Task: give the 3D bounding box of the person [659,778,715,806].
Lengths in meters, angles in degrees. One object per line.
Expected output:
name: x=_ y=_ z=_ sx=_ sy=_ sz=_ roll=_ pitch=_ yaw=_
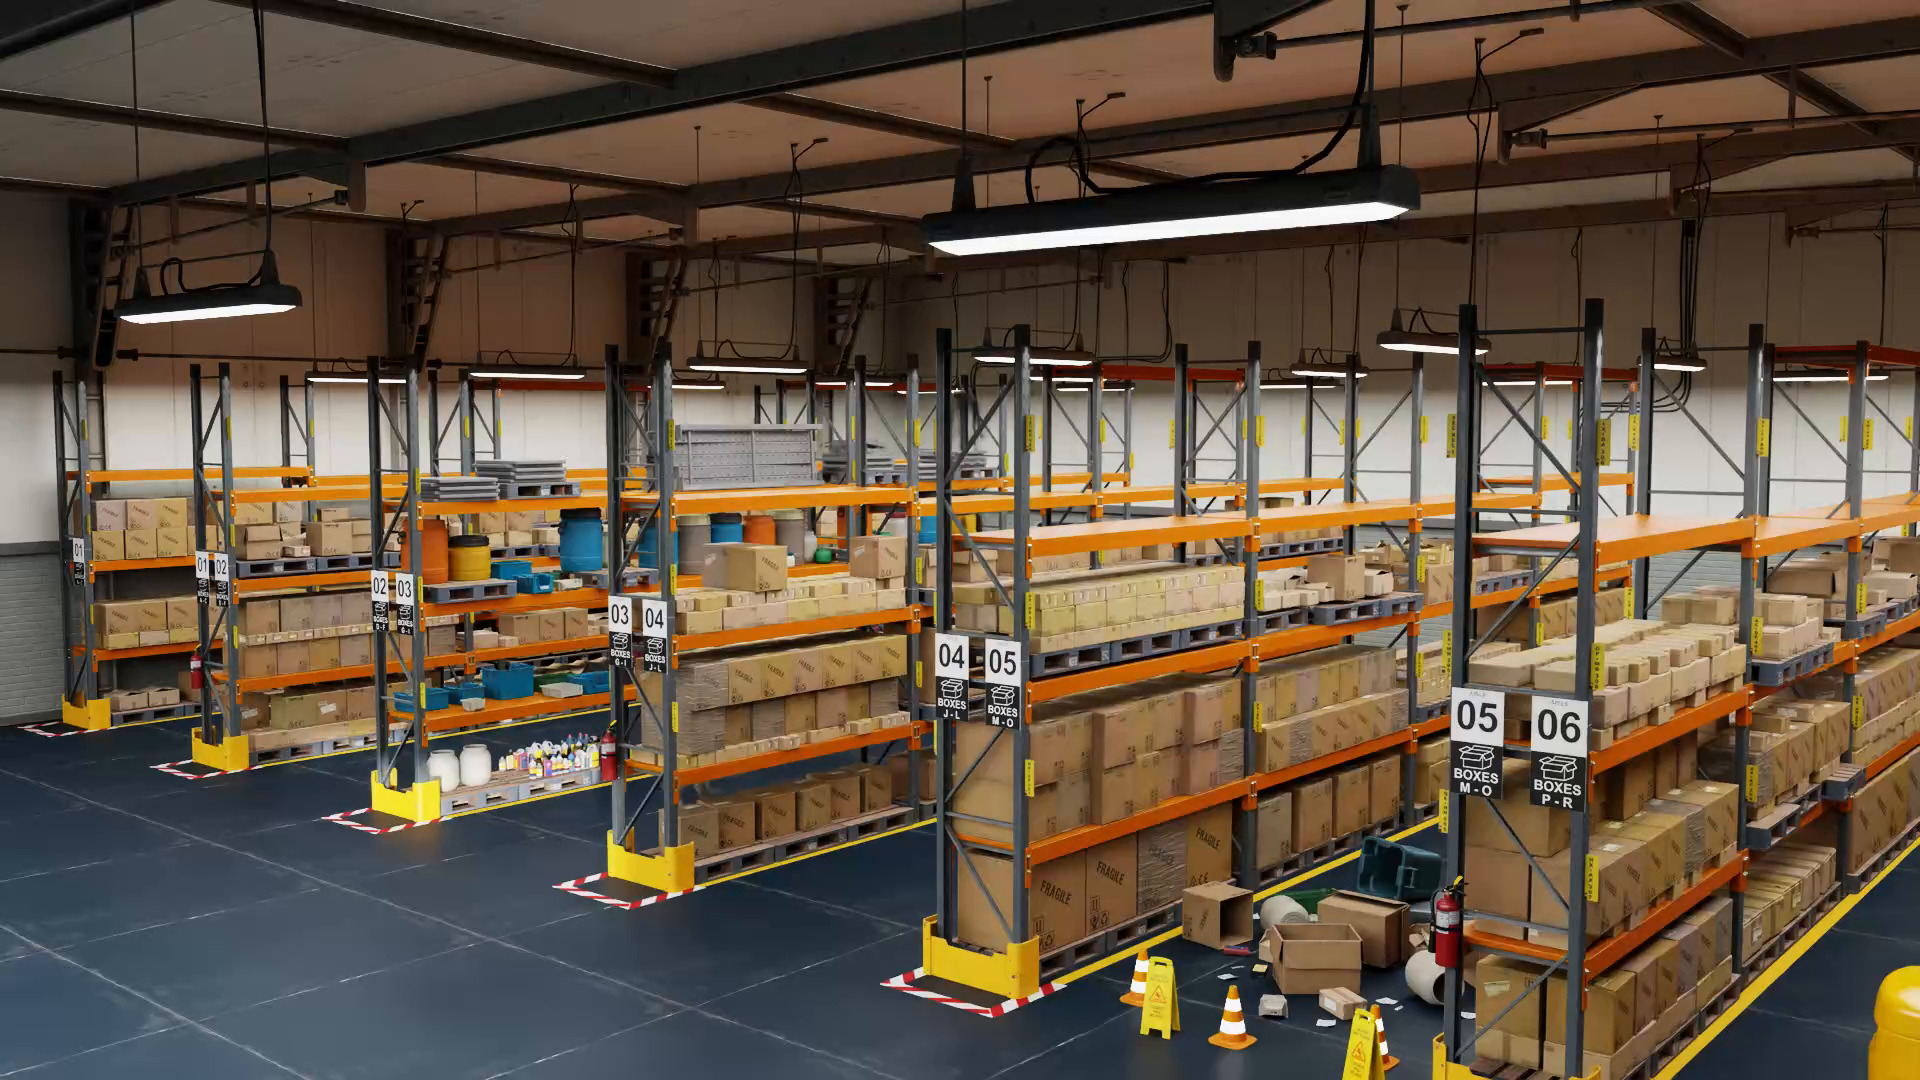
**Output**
person: x=-3.506 y=2.756 z=21.327 sx=0.647 sy=1.743 sz=0.924 roll=3 pitch=5 yaw=39
